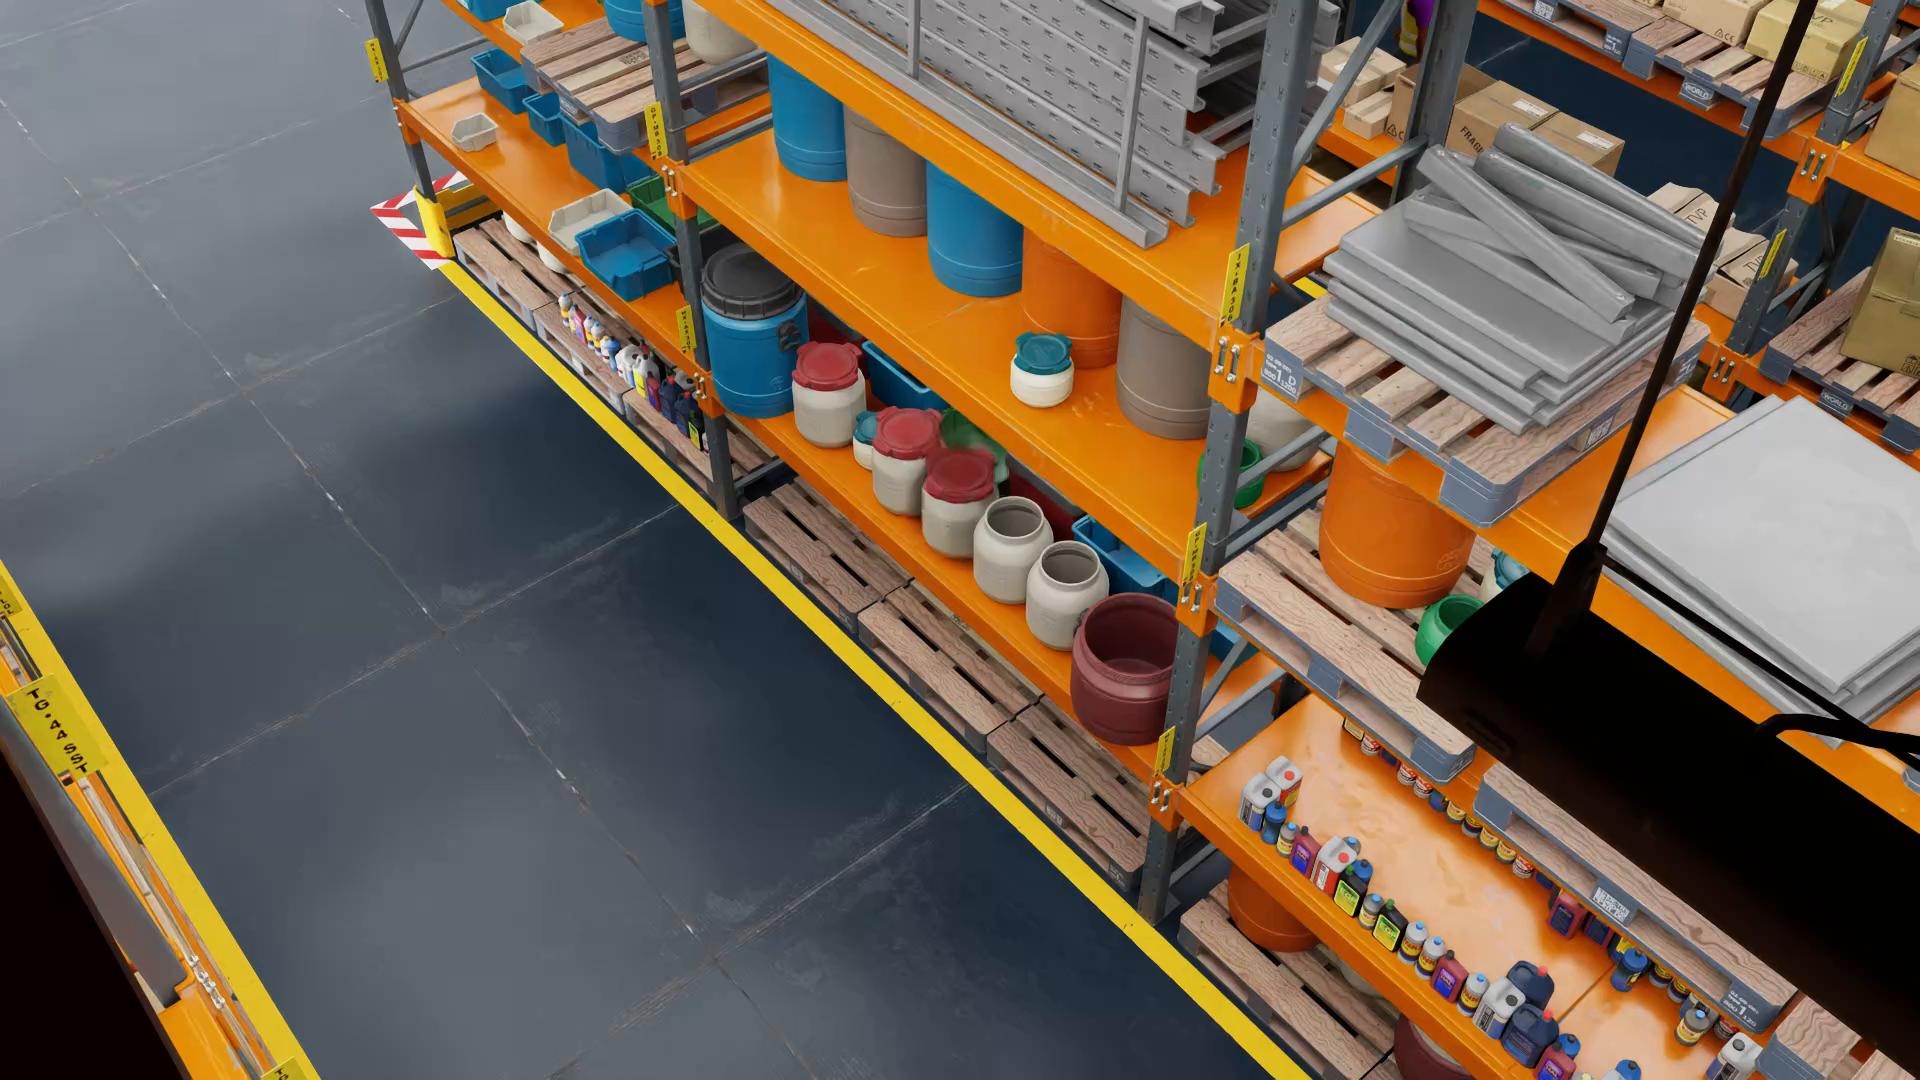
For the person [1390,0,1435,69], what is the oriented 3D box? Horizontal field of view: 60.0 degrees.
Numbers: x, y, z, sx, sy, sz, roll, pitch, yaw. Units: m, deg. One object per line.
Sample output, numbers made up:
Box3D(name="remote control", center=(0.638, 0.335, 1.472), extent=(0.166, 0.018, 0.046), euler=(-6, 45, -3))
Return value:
Box3D(name="person", center=(3.704, -4.130, 13.701), extent=(0.969, 1.709, 0.562), euler=(31, 54, 26))
